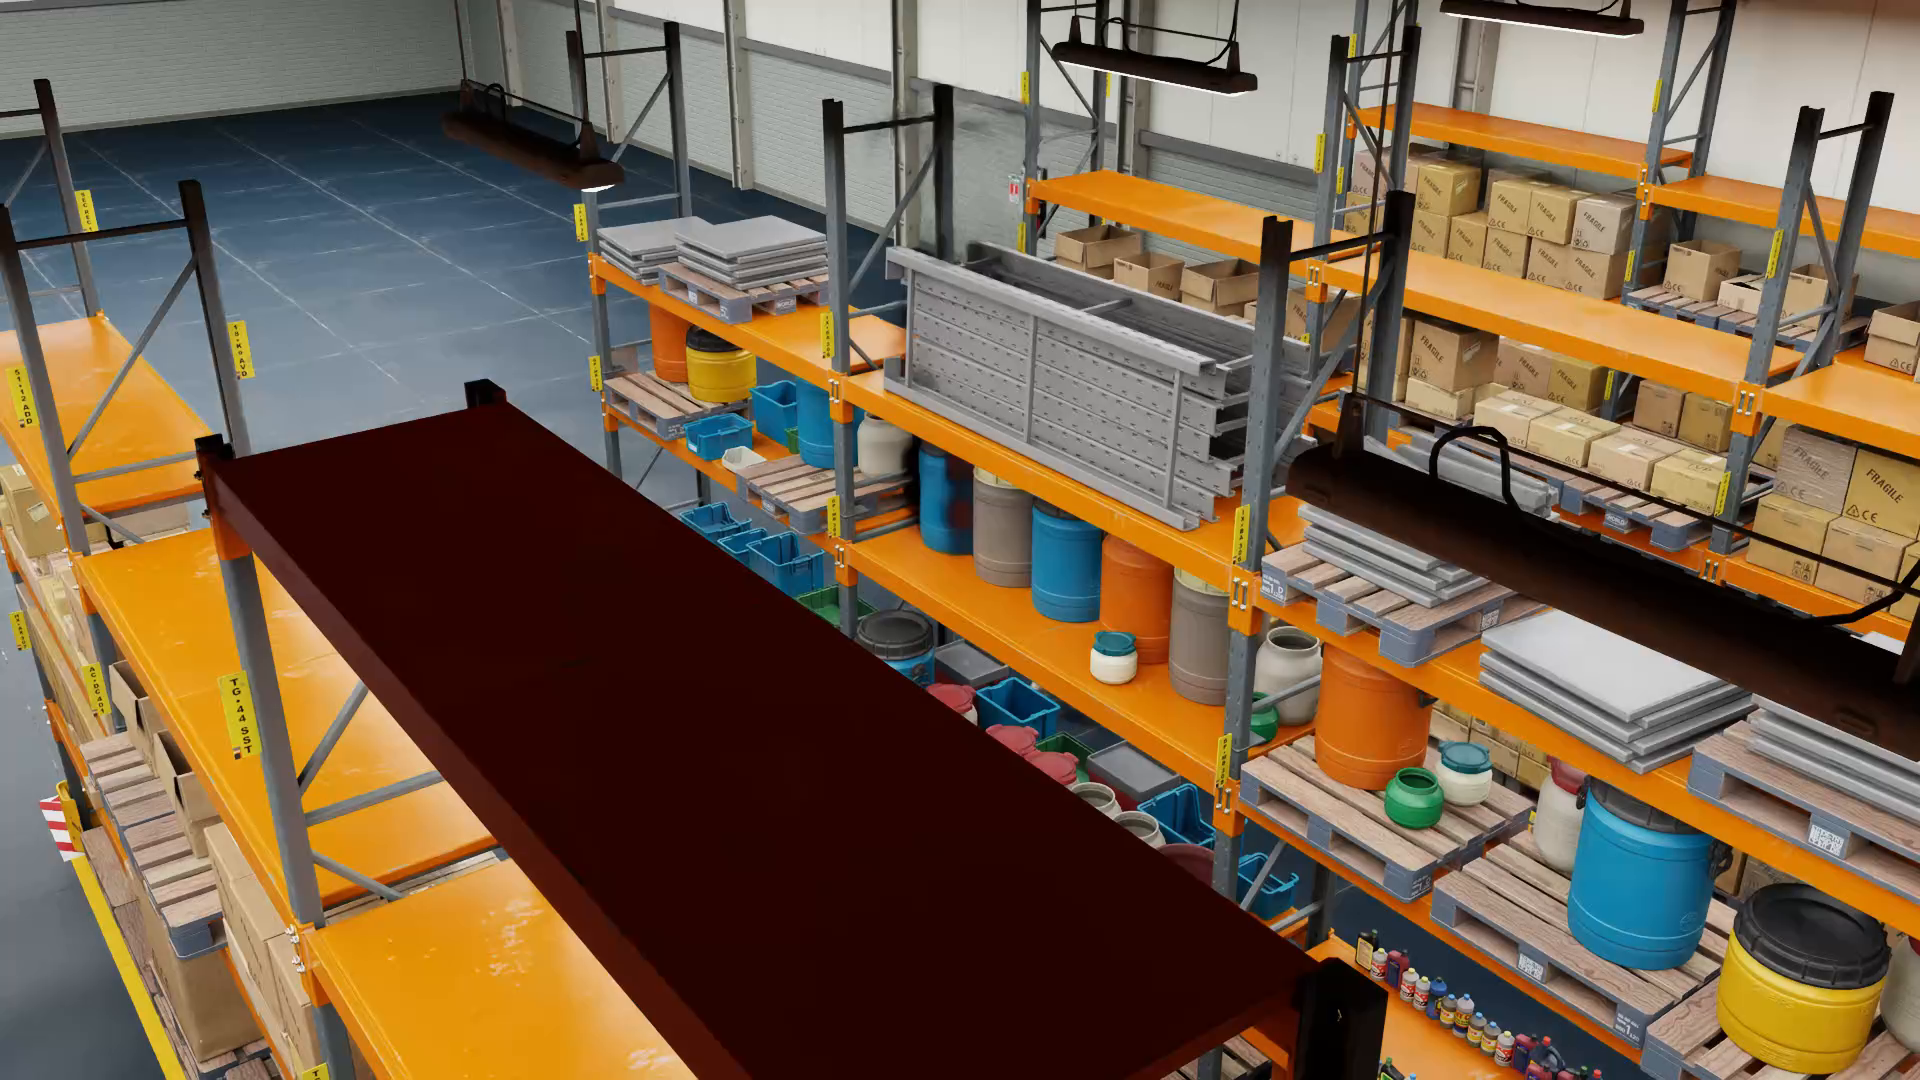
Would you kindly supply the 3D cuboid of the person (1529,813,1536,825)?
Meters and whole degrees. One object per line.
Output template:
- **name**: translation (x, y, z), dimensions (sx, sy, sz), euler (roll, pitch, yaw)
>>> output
- **person**: translation (4.228, 2.388, 11.929), dimensions (0.733, 1.616, 0.510), euler (22, 33, 39)

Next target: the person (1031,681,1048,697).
- **person**: translation (0.887, 0.792, 15.272), dimensions (0.850, 1.702, 0.677), euler (21, 32, 38)
